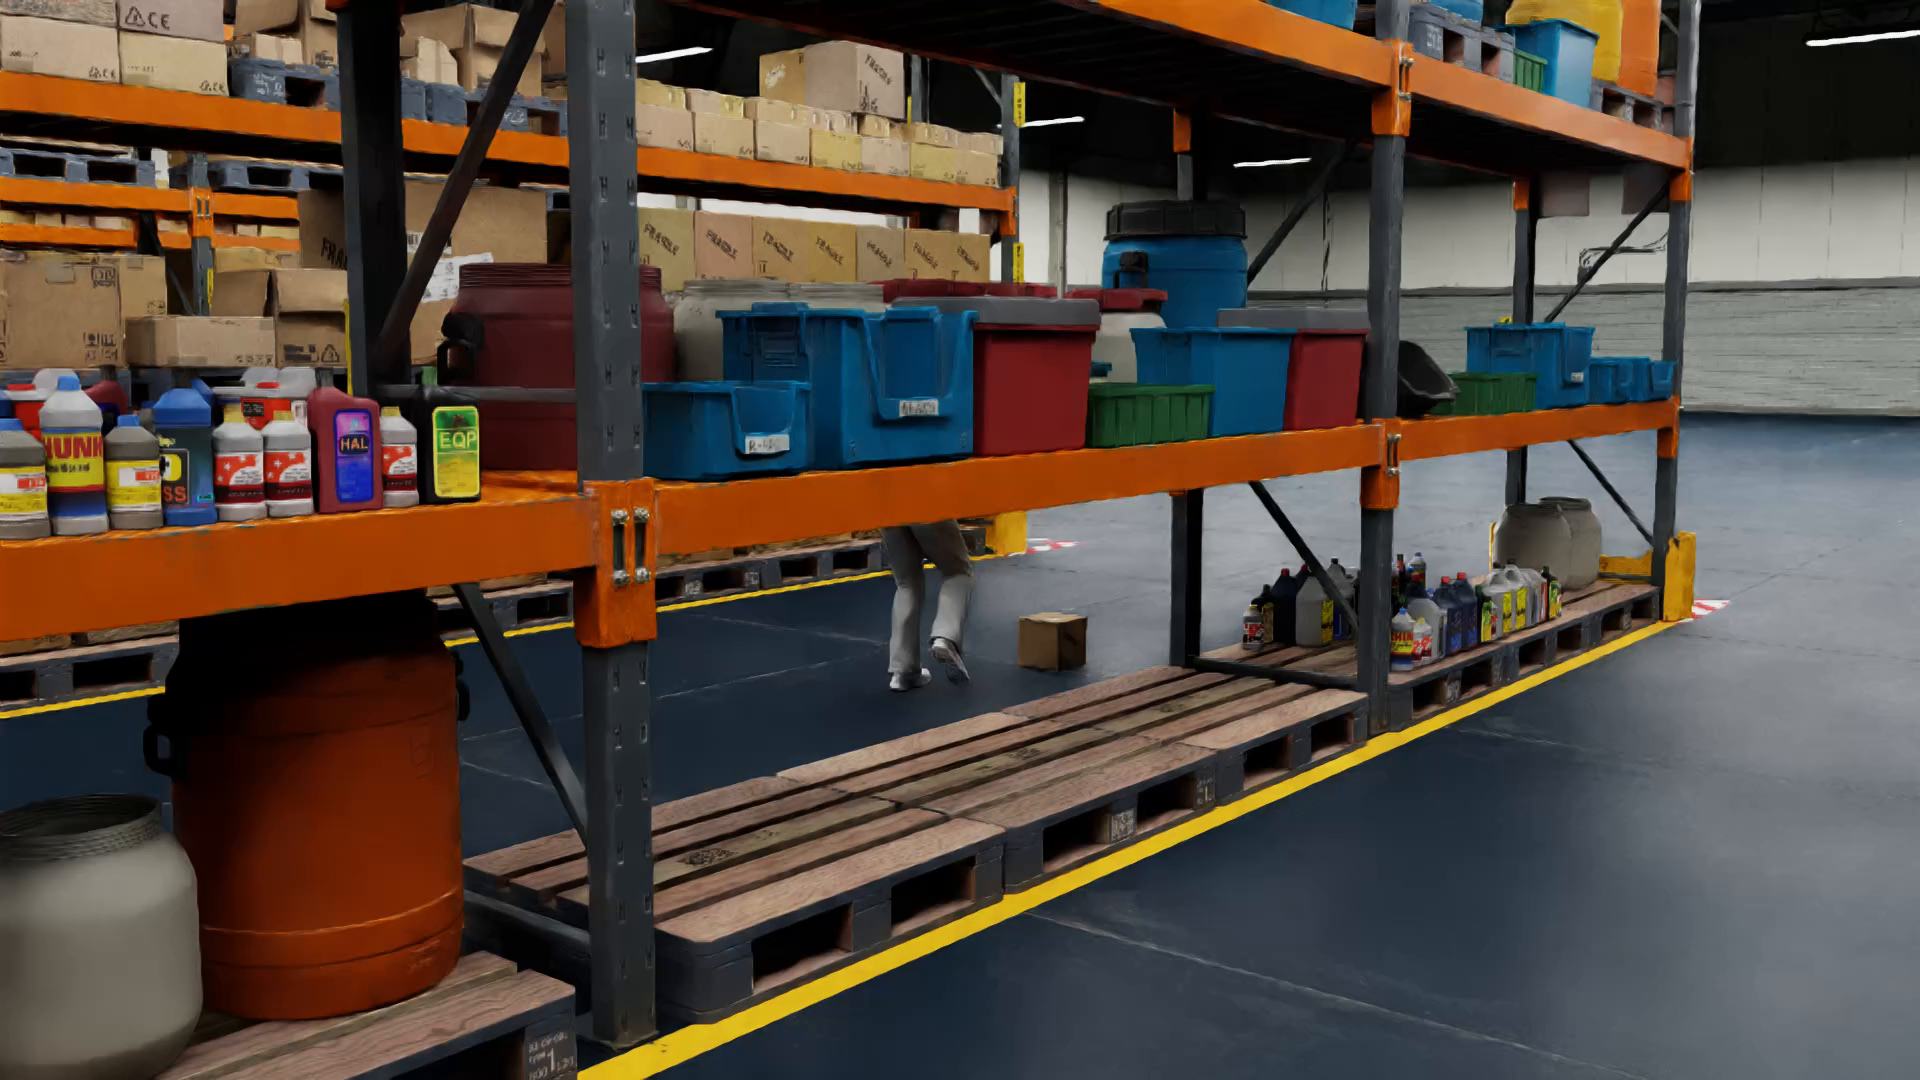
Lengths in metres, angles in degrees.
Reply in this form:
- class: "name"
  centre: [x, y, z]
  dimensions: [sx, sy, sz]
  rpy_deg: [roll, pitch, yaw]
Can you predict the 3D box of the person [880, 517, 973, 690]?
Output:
- class: "person"
  centre: [-0.205, -0.106, 7.845]
  dimensions: [0.612, 1.631, 0.469]
  rpy_deg: [3, 7, 23]
